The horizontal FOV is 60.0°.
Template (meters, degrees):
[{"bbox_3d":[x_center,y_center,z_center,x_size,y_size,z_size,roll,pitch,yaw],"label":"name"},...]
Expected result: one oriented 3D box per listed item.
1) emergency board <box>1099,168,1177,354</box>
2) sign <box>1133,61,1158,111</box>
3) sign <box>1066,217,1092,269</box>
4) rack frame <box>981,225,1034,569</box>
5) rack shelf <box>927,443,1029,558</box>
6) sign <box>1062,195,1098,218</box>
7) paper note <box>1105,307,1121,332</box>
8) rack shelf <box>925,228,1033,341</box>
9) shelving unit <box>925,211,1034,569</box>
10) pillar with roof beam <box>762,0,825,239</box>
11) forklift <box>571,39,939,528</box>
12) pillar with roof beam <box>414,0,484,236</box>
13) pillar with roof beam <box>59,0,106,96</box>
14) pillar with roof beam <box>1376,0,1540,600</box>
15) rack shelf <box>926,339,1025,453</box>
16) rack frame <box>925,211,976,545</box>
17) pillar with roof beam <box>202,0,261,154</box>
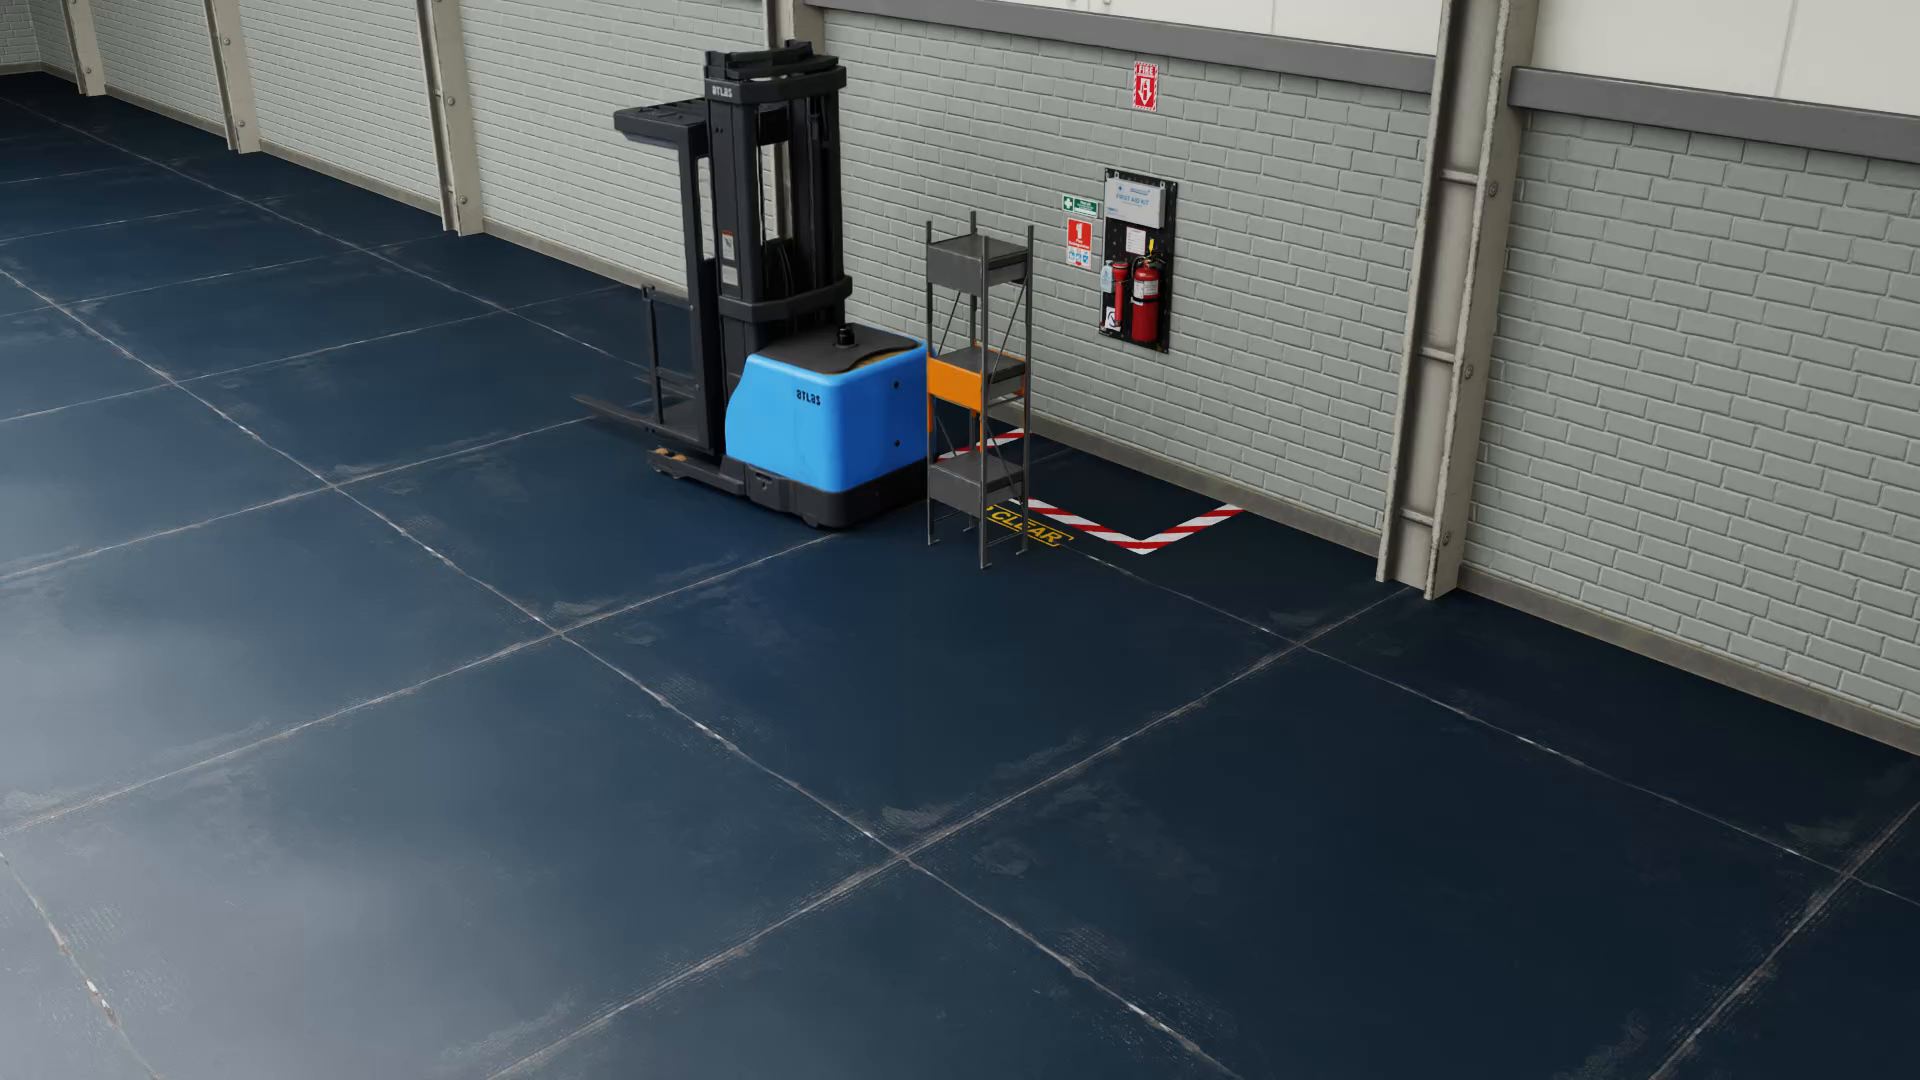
[{"bbox_3d":[1.137,-1.865,11.224,0.194,1.169,0.643,-21,32,-38],"label":"emergency board"},{"bbox_3d":[1.204,-2.950,10.810,0.001,0.298,0.199,-21,32,-38],"label":"sign"},{"bbox_3d":[0.834,-2.078,11.647,0.001,0.329,0.234,-21,32,-38],"label":"sign"},{"bbox_3d":[0.280,-0.831,10.042,0.400,2.100,0.015,-21,32,-38],"label":"rack frame"},{"bbox_3d":[0.113,-0.256,10.500,0.431,0.518,0.480,-21,32,-38],"label":"rack shelf"},{"bbox_3d":[0.831,-2.315,11.529,0.001,0.109,0.331,-21,32,-38],"label":"sign"},{"bbox_3d":[1.066,-1.537,11.567,0.016,0.148,0.142,-21,32,-38],"label":"paper note"},{"bbox_3d":[0.113,-1.530,9.919,0.431,0.518,0.480,-21,32,-38],"label":"rack shelf"},{"bbox_3d":[0.113,-0.905,10.204,0.431,2.100,0.503,-21,32,-38],"label":"shelving unit"},{"bbox_3d":[-4.445,-4.431,9.621,9.100,9.000,0.400,-21,32,-38],"label":"pillar with roof beam"},{"bbox_3d":[-1.588,-1.908,11.402,3.031,2.935,1.130,20,31,37],"label":"forklift"},{"bbox_3d":[-8.546,-6.249,13.606,9.100,9.000,0.400,-21,32,-38],"label":"pillar with roof beam"},{"bbox_3d":[-16.748,-9.885,21.575,9.100,9.000,0.400,-21,32,-38],"label":"pillar with roof beam"},{"bbox_3d":[-0.344,-2.613,5.636,9.100,9.000,0.400,-21,32,-38],"label":"pillar with roof beam"},{"bbox_3d":[0.113,-0.893,10.210,0.431,0.518,0.480,-21,32,-38],"label":"rack shelf"},{"bbox_3d":[-0.054,-0.979,10.366,0.400,2.100,0.015,-21,32,-38],"label":"rack frame"},{"bbox_3d":[-12.647,-8.067,17.590,9.100,9.000,0.400,-21,32,-38],"label":"pillar with roof beam"}]
